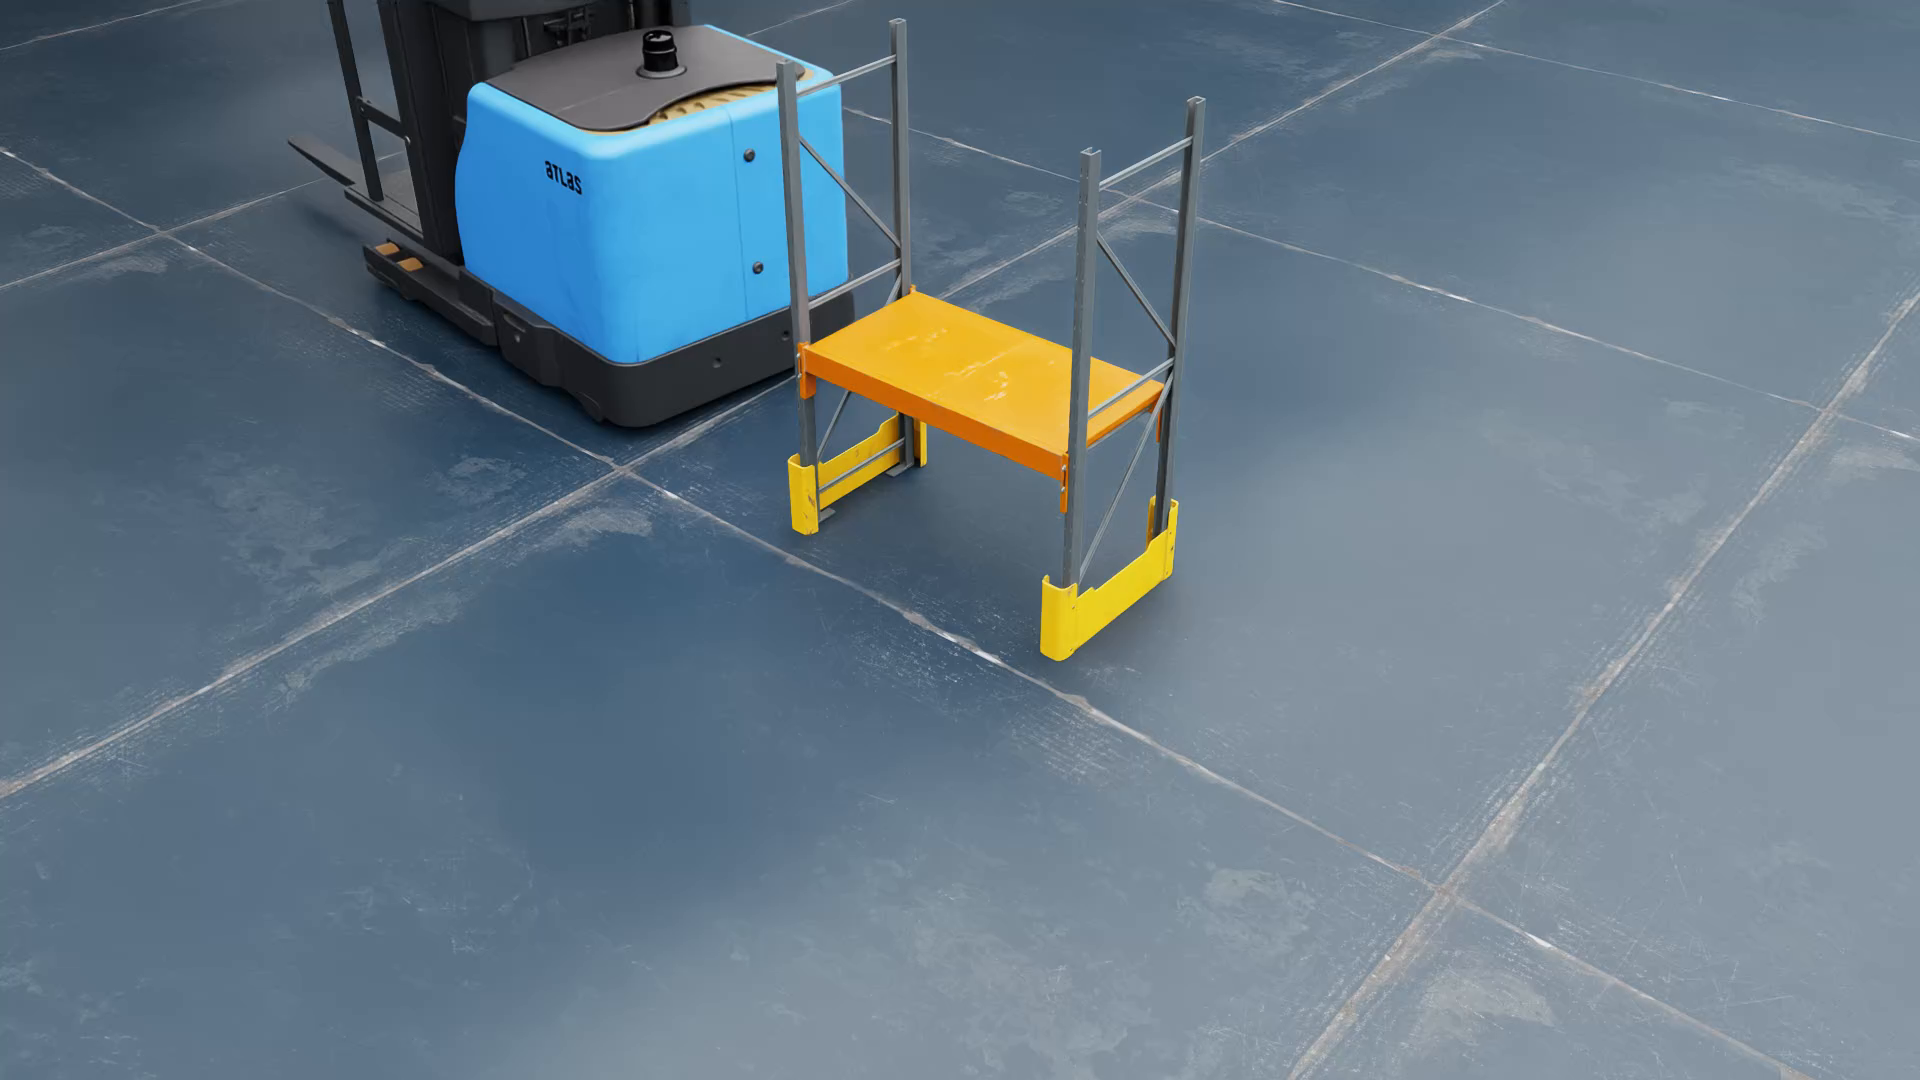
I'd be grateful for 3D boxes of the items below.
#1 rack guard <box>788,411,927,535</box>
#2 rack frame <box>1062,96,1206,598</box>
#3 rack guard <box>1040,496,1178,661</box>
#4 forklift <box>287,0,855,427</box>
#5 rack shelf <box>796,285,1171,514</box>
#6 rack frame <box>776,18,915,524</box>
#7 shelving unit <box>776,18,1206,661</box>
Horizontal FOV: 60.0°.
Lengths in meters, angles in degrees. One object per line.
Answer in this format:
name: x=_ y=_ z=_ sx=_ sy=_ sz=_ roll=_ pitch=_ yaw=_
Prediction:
rack guard: x=-0.324 y=-0.256 z=5.402 sx=0.087 sy=0.250 sz=0.587 roll=25 pitch=42 yaw=32
rack frame: x=0.456 y=-0.403 z=4.512 sx=0.032 sy=1.500 sz=0.500 roll=25 pitch=42 yaw=32
rack guard: x=0.441 y=0.105 z=4.876 sx=0.087 sy=0.250 sz=0.587 roll=25 pitch=42 yaw=32
forklift: x=-1.763 y=-2.339 z=6.067 sx=1.130 sy=2.935 sz=3.031 roll=-28 pitch=43 yaw=-34
rack shelf: x=0.066 y=-0.439 z=4.882 sx=1.000 sy=0.185 sz=0.538 roll=25 pitch=42 yaw=32
rack frame: x=-0.325 y=-0.771 z=5.049 sx=0.032 sy=1.500 sz=0.500 roll=25 pitch=42 yaw=32
shelving unit: x=0.059 y=-0.591 z=4.785 sx=1.083 sy=1.500 sz=0.587 roll=25 pitch=42 yaw=32
